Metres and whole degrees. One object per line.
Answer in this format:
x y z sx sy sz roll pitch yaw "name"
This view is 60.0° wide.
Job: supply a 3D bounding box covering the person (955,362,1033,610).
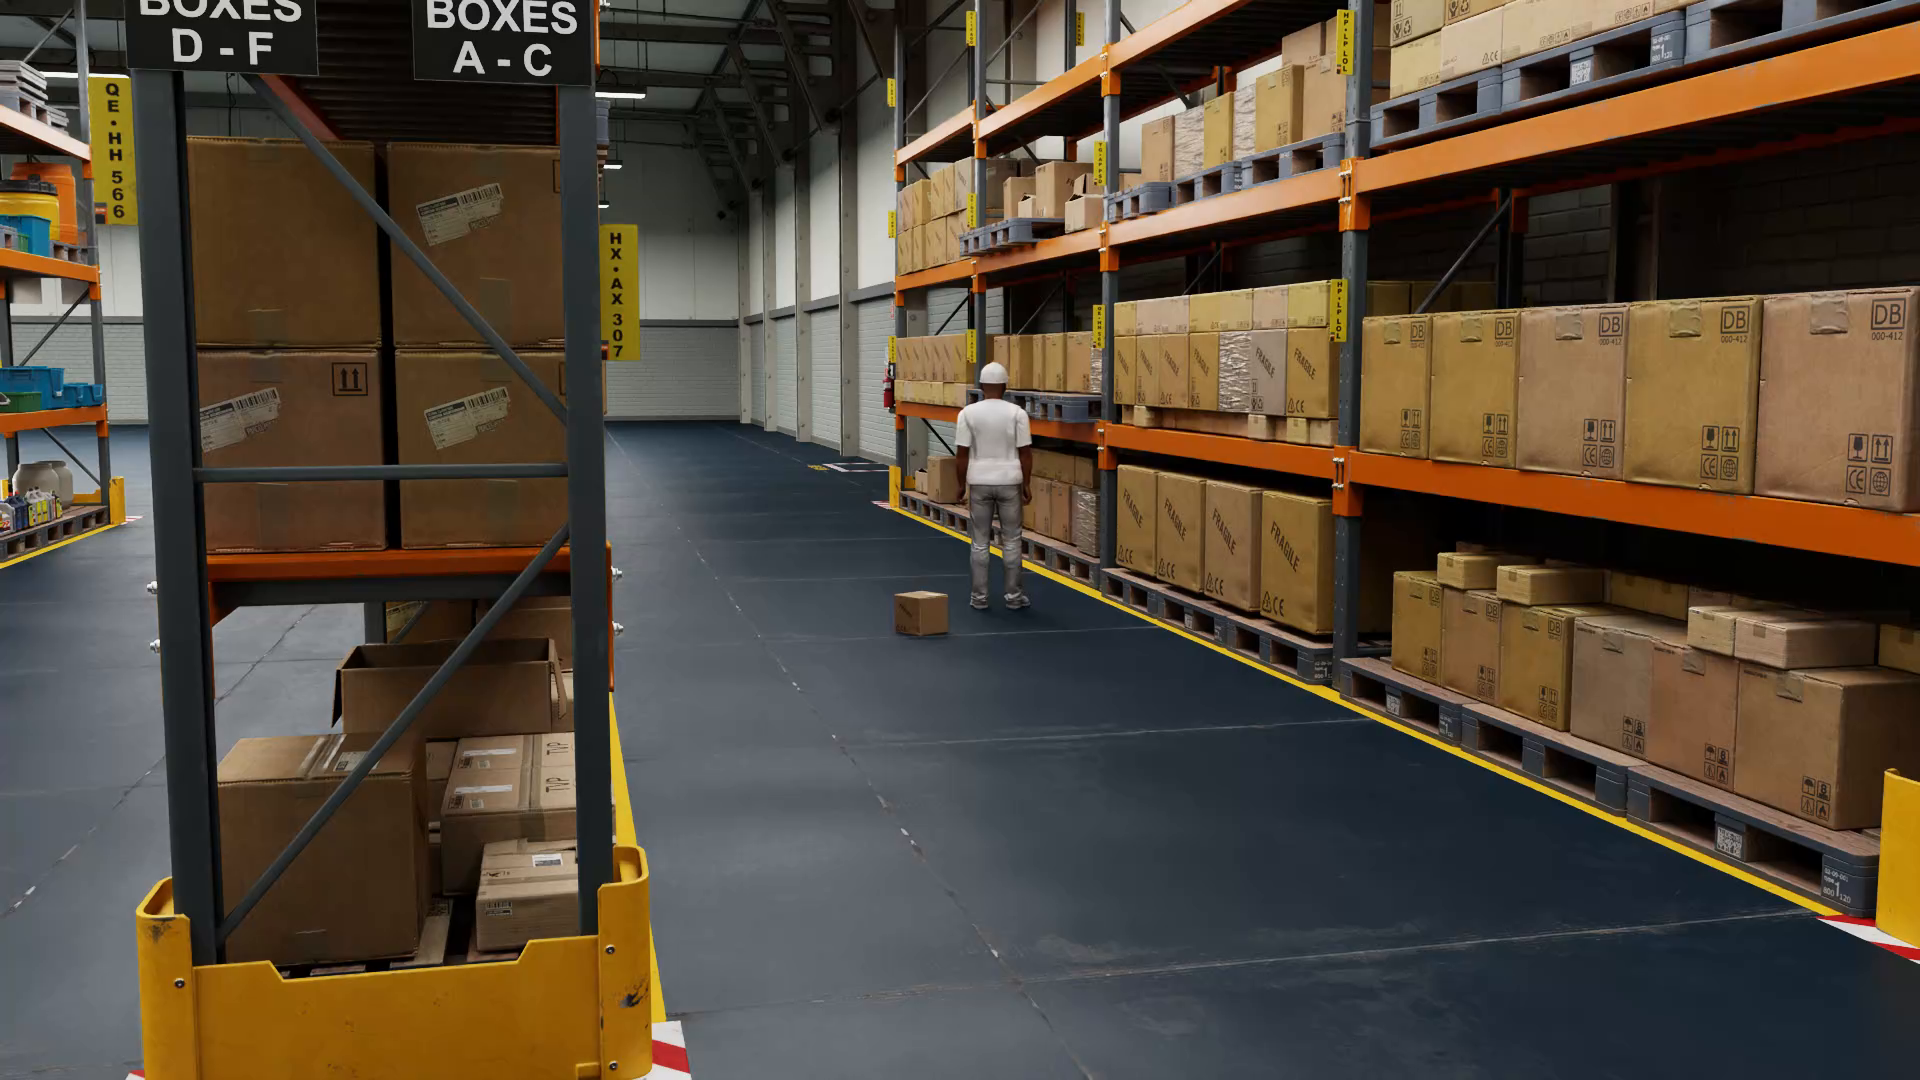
0.247 -0.387 11.966 0.554 1.771 0.386 1 6 5 "person"
